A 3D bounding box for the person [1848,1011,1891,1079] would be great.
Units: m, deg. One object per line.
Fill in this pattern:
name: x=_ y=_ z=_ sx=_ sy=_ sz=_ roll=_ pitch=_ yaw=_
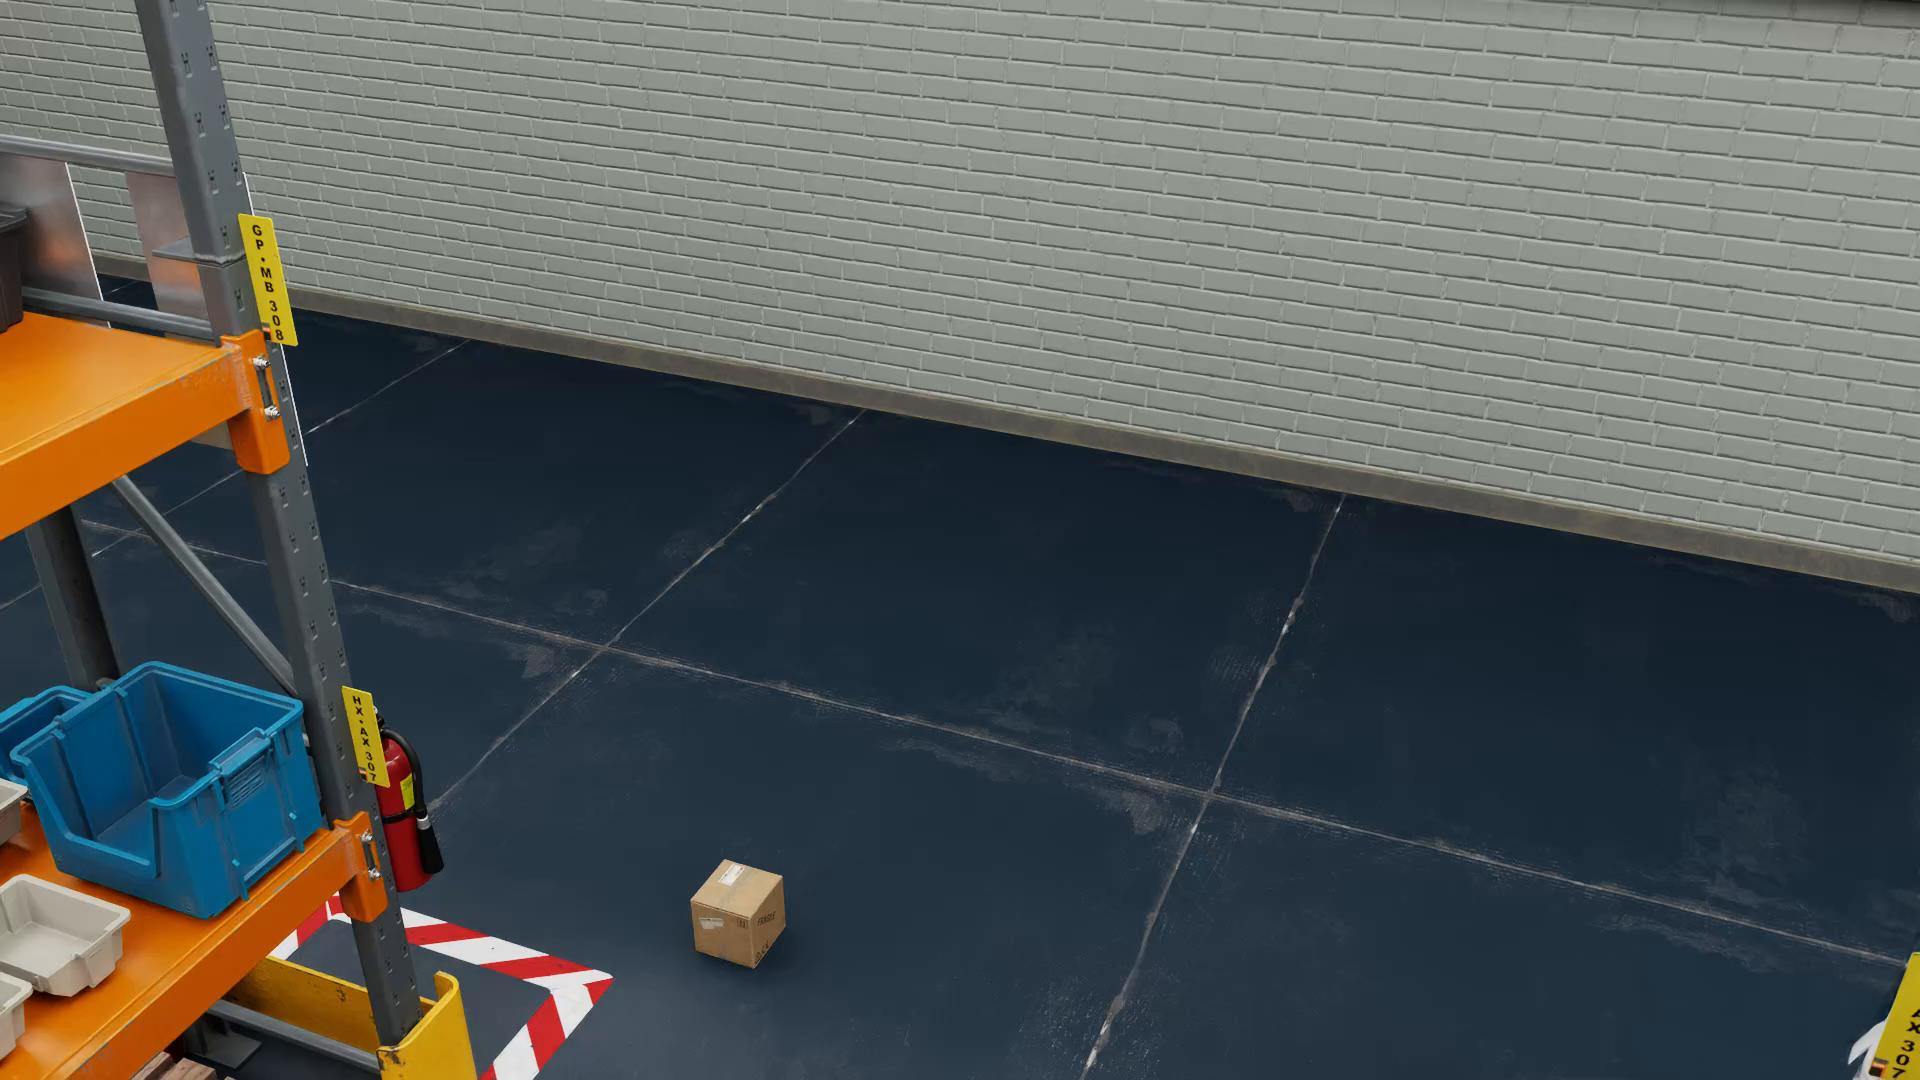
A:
person: x=2.824 y=1.448 z=4.525 sx=1.045 sy=1.732 sz=0.569 roll=18 pitch=34 yaw=29
